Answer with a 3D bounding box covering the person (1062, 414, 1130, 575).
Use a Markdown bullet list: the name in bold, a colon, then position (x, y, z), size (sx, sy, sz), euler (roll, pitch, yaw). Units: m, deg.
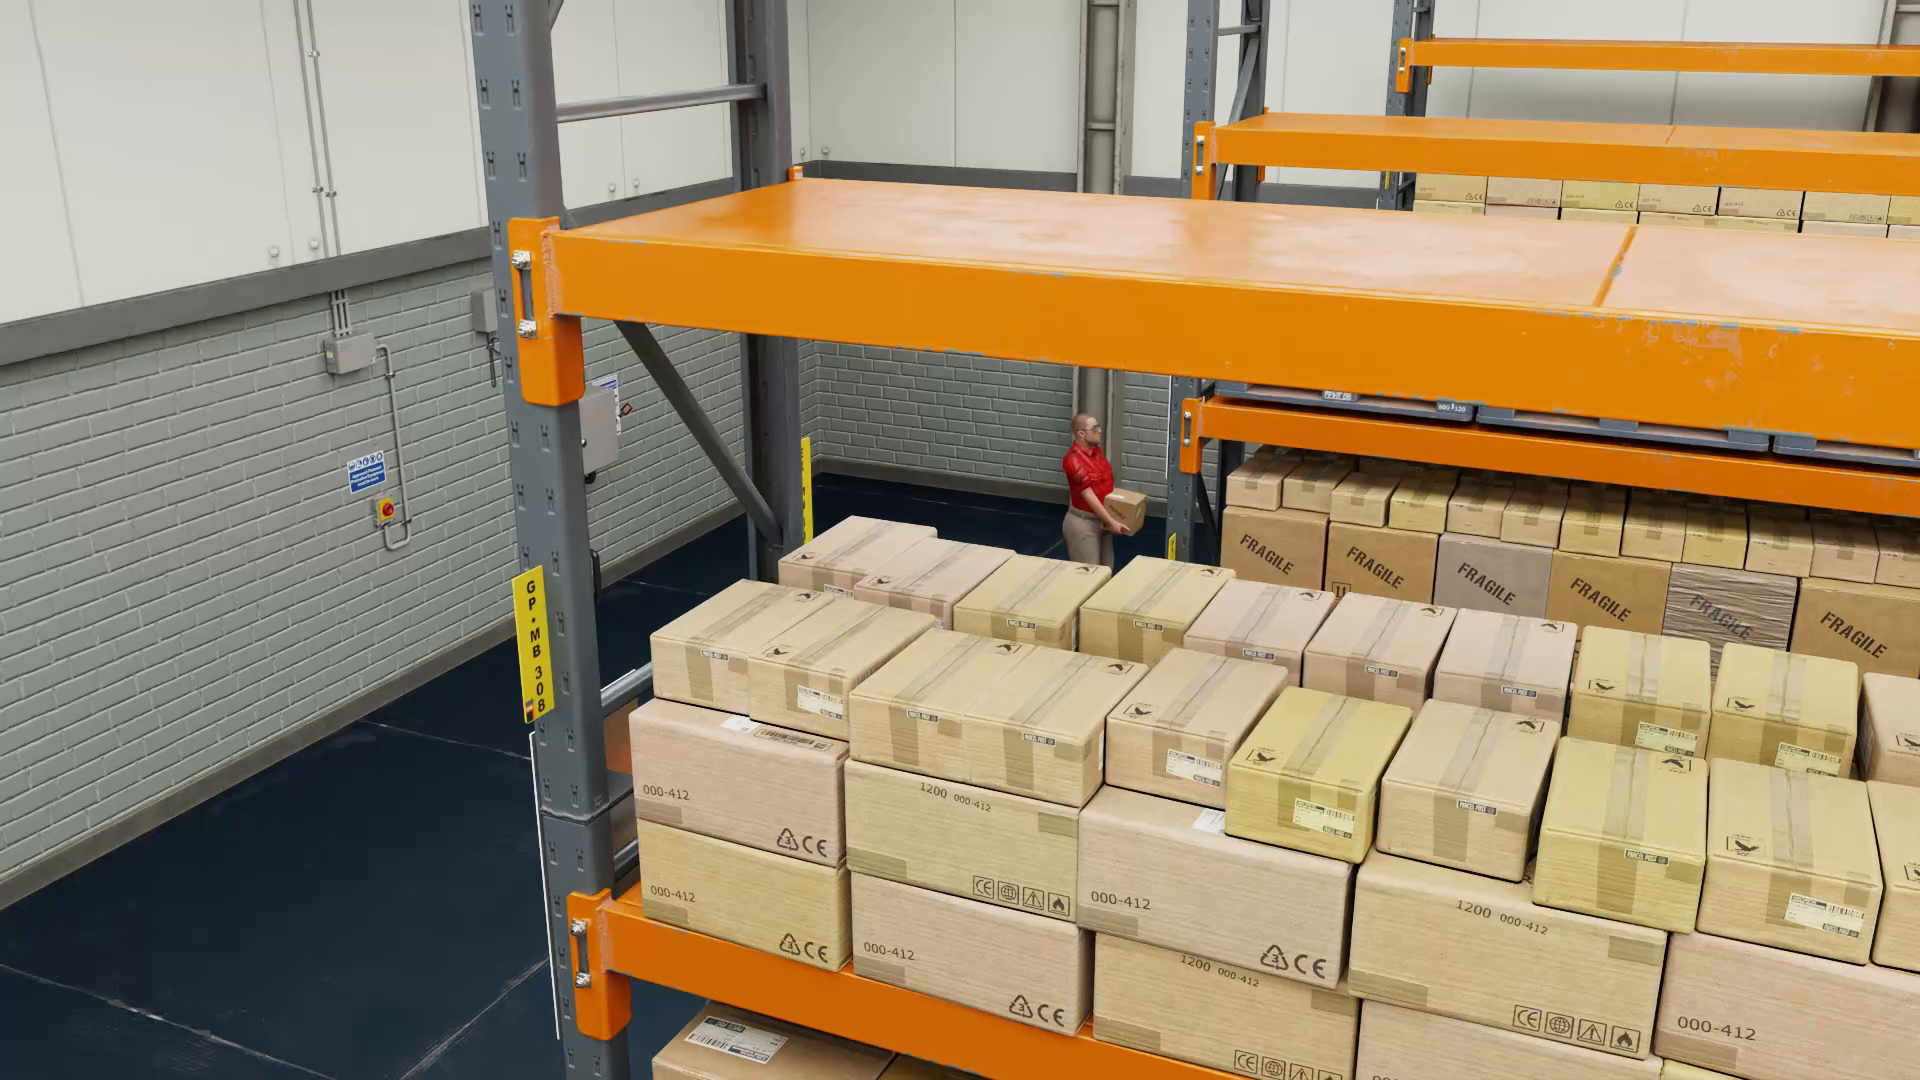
- **person**: position (1.054, -0.087, 12.363), size (0.538, 1.712, 0.493), euler (9, 21, 23)
